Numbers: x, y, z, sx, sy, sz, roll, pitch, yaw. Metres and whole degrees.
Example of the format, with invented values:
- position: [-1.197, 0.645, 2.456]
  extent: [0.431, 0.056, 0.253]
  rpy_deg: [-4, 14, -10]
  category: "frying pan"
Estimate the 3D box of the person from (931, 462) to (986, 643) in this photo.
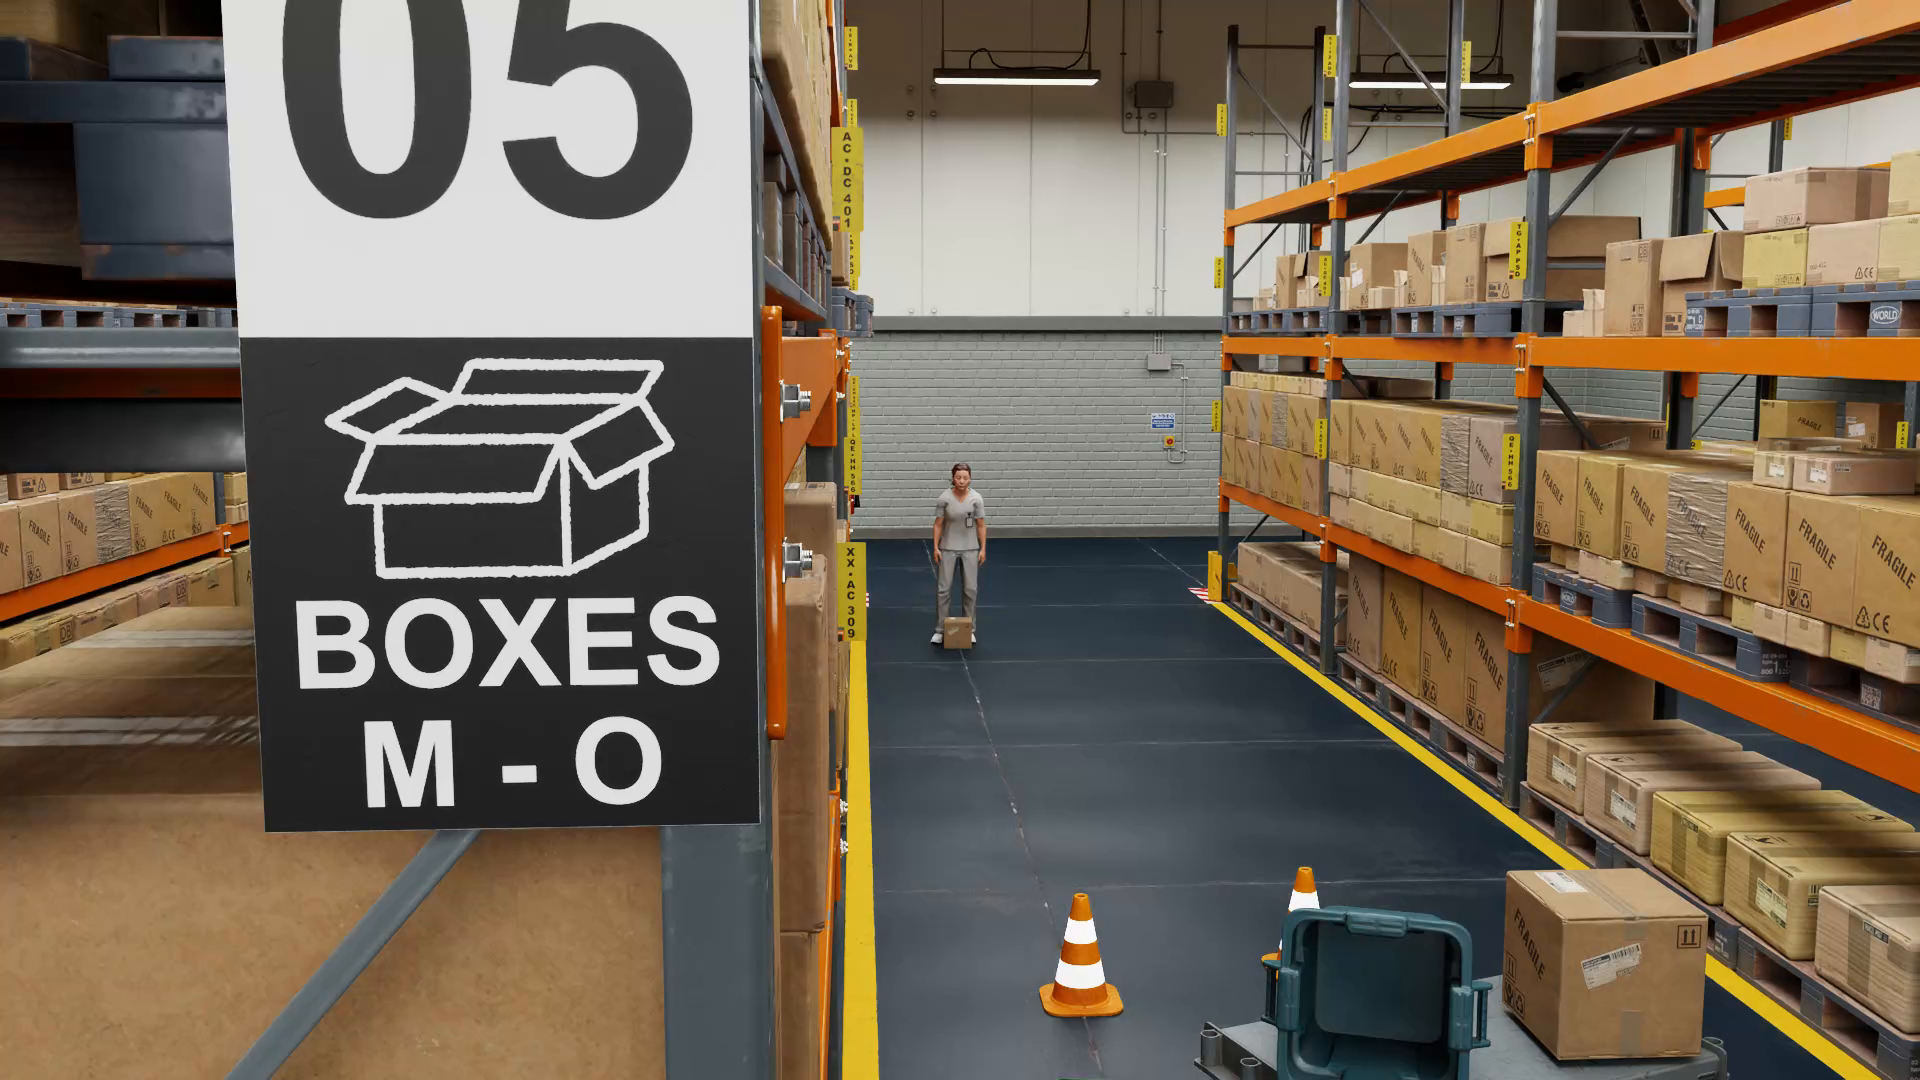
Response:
- position: [-0.013, 0.112, 15.335]
  extent: [0.514, 1.672, 0.355]
  rpy_deg: [0, 7, -1]
  category: "person"
